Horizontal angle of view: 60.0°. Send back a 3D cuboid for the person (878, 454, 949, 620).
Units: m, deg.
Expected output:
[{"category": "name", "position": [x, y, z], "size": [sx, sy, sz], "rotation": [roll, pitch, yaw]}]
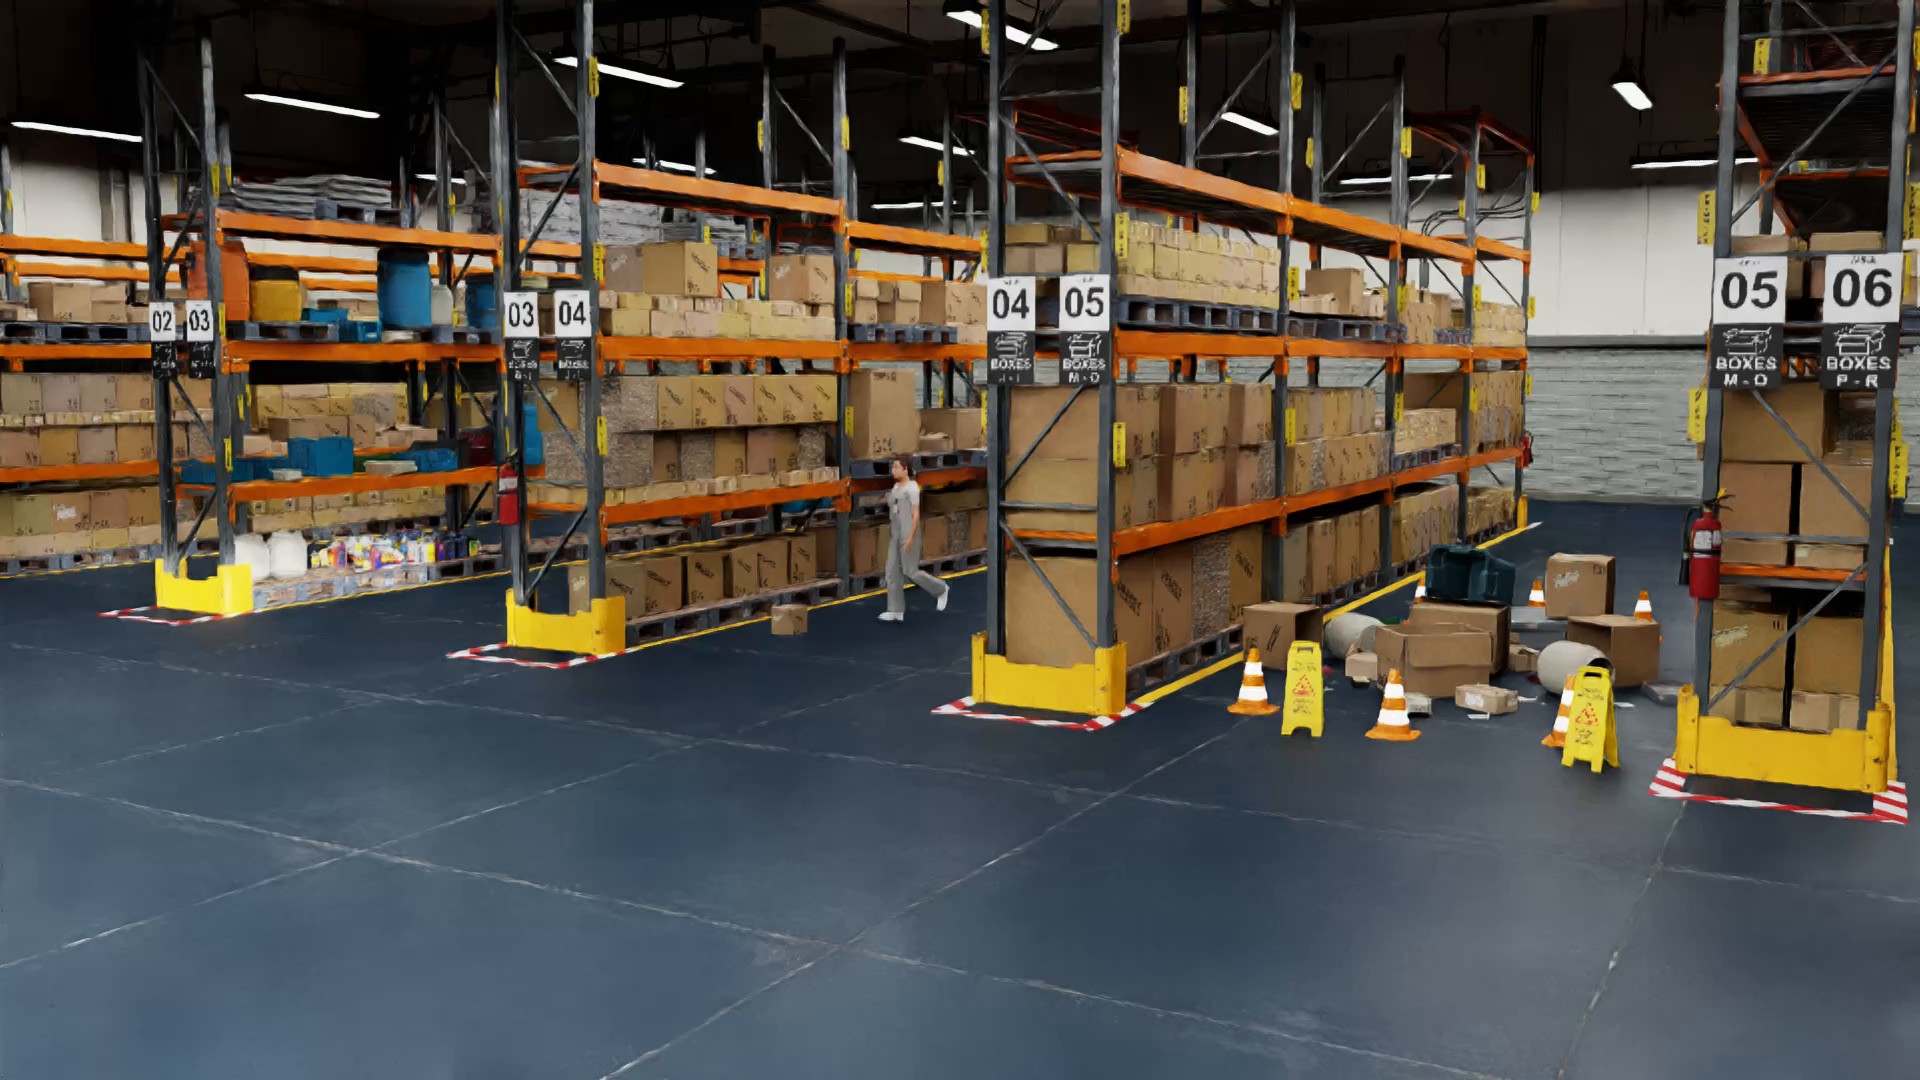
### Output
[{"category": "person", "position": [-0.479, -0.028, 16.578], "size": [0.758, 1.651, 0.474], "rotation": [-4, 7, -35]}]
